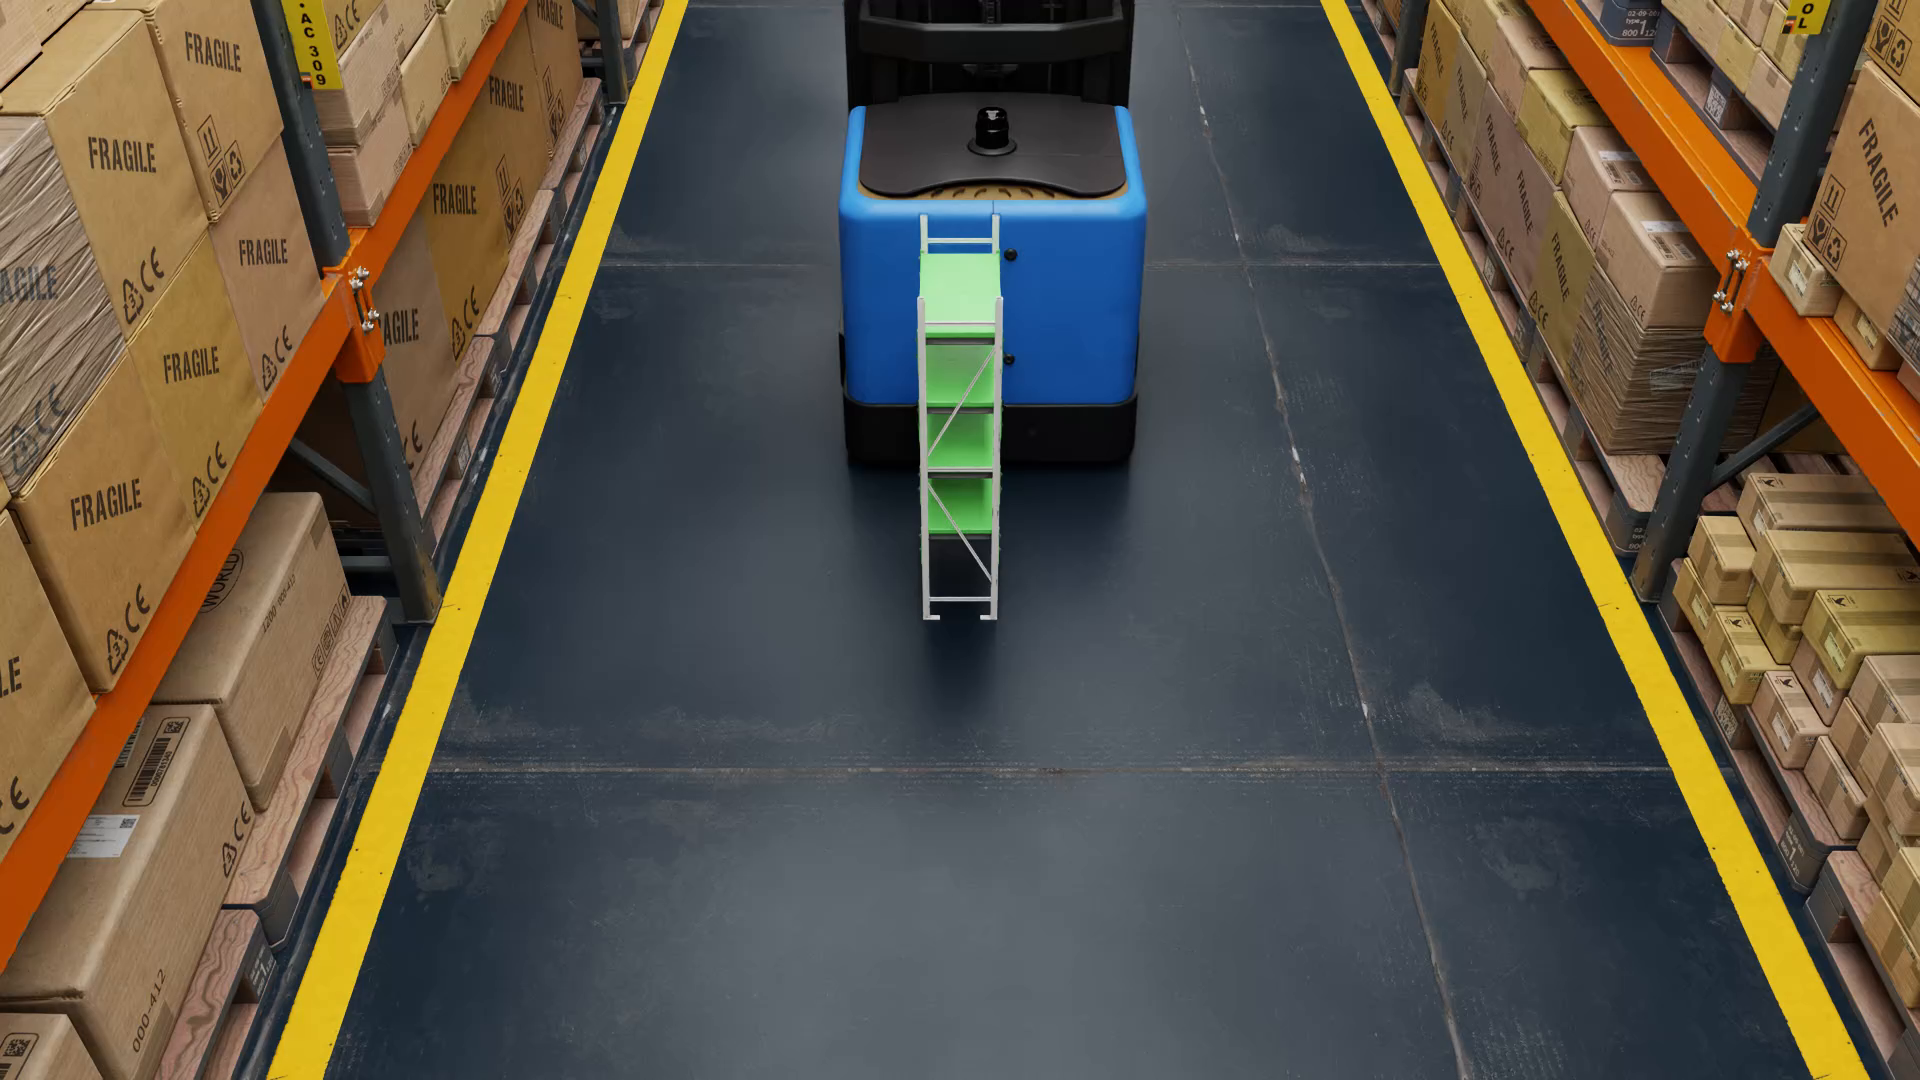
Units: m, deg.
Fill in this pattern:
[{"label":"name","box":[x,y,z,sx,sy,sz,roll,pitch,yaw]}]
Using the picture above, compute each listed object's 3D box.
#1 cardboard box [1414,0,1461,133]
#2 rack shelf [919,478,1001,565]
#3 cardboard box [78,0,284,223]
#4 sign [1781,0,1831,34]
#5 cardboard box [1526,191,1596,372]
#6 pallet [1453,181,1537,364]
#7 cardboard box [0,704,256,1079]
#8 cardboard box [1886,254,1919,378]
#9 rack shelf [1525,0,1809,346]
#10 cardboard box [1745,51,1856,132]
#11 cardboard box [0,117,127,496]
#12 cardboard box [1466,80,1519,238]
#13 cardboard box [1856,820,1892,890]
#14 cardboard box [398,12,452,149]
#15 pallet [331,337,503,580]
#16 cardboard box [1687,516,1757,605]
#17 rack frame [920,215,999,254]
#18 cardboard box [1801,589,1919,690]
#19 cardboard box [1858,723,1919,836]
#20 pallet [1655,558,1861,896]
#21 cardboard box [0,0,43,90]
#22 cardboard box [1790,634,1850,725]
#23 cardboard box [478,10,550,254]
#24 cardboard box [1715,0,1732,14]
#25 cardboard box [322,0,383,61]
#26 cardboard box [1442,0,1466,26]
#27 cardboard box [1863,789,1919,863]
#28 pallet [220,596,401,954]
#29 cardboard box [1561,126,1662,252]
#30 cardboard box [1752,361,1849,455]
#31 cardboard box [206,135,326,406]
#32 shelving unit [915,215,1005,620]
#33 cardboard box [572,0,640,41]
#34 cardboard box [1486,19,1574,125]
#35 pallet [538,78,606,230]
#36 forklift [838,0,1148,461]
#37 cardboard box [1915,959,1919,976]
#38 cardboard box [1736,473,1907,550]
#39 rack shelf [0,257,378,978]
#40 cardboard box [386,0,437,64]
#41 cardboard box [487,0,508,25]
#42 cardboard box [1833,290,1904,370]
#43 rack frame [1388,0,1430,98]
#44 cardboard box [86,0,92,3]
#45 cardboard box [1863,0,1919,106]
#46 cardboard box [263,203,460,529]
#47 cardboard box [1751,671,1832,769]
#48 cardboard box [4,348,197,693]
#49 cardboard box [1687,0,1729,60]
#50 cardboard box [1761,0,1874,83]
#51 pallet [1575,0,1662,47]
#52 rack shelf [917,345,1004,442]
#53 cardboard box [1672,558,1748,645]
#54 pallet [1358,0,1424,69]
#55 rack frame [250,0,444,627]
[{"label":"cardboard box","box":[2.484,-2.243,7.813,0.500,0.500,0.500,-2,39,-2]},{"label":"rack shelf","box":[0.000,-0.128,5.436,0.258,0.148,0.480,0,39,0]},{"label":"cardboard box","box":[-1.931,-1.063,3.799,0.500,0.500,0.500,0,39,0]},{"label":"sign","box":[2.187,-1.445,4.228,0.100,0.325,0.005,0,39,0]},{"label":"cardboard box","box":[2.489,-0.968,6.222,0.500,0.500,0.500,-1,39,-1]},{"label":"pallet","box":[2.736,-1.159,7.028,1.003,0.211,1.213,0,39,0]},{"label":"cardboard box","box":[-2.312,0.860,3.992,0.875,0.438,0.875,-1,39,-1]},{"label":"cardboard box","box":[2.499,-0.531,3.697,0.500,0.500,0.500,0,39,0]},{"label":"rack shelf","box":[2.740,-1.966,6.379,1.077,0.370,4.000,0,39,0]},{"label":"cardboard box","box":[2.544,-1.310,4.851,0.380,0.149,0.250,-1,39,-1]},{"label":"cardboard box","box":[-1.928,-0.428,3.005,0.500,0.500,0.500,0,39,1]},{"label":"cardboard box","box":[2.493,-1.608,7.020,0.500,0.500,0.500,-1,39,-1]},{"label":"cardboard box","box":[2.560,0.830,4.260,0.380,0.149,0.250,-2,39,-2]},{"label":"cardboard box","box":[-1.946,-1.469,5.305,0.500,0.250,0.500,-1,39,-1]},{"label":"pallet","box":[-2.284,-0.323,5.985,1.003,0.211,1.213,0,39,0]},{"label":"cardboard box","box":[2.423,0.064,4.978,0.380,0.149,0.250,2,39,2]},{"label":"rack frame","box":[0.000,-0.517,5.436,0.240,1.200,0.015,0,39,0]},{"label":"cardboard box","box":[2.526,0.267,4.487,0.380,0.149,0.250,-1,39,-1]},{"label":"cardboard box","box":[2.468,0.589,4.084,0.380,0.149,0.250,1,39,1]},{"label":"pallet","box":[2.779,0.512,4.942,1.003,0.211,1.213,0,39,0]},{"label":"cardboard box","box":[-1.988,-0.940,3.126,0.380,0.149,0.250,0,39,0]},{"label":"cardboard box","box":[2.549,0.374,4.590,0.380,0.149,0.250,0,39,0]},{"label":"cardboard box","box":[-2.297,-1.775,6.930,0.875,0.875,0.875,0,39,1]},{"label":"cardboard box","box":[2.546,-1.746,5.158,0.380,0.149,0.250,2,39,2]},{"label":"cardboard box","box":[-1.920,-1.633,4.510,0.500,0.500,0.500,0,39,0]},{"label":"cardboard box","box":[2.497,-2.547,7.593,0.500,0.250,0.500,-2,39,-2]},{"label":"cardboard box","box":[2.523,0.715,4.165,0.380,0.149,0.250,2,39,2]},{"label":"pallet","box":[-2.285,0.635,4.789,1.003,0.211,1.213,0,39,0]},{"label":"cardboard box","box":[2.502,-1.264,5.992,0.500,0.250,0.500,2,39,2]},{"label":"cardboard box","box":[3.007,-0.646,5.821,0.500,0.500,0.500,1,39,2]},{"label":"cardboard box","box":[-1.951,-0.678,4.118,0.500,0.500,0.500,0,39,0]},{"label":"shelving unit","box":[0.000,-0.365,5.246,0.258,1.200,0.503,0,39,0]},{"label":"cardboard box","box":[-2.203,-2.922,8.763,0.950,0.372,0.625,-2,39,-3]},{"label":"cardboard box","box":[2.485,-1.920,6.811,0.500,0.250,0.500,0,39,0]},{"label":"pallet","box":[-2.286,-1.849,7.889,1.003,0.211,1.213,0,39,0]},{"label":"forklift","box":[0.109,-2.317,6.298,1.130,2.935,3.031,0,39,0]},{"label":"cardboard box","box":[2.435,1.027,3.776,0.380,0.149,0.250,0,39,0]},{"label":"cardboard box","box":[2.536,-0.064,4.899,0.380,0.149,0.250,1,39,2]},{"label":"rack shelf","box":[-2.205,0.603,3.175,1.077,0.370,4.000,0,39,0]},{"label":"cardboard box","box":[-1.955,-1.667,5.152,0.500,0.250,0.500,1,39,1]},{"label":"cardboard box","box":[-1.922,-2.102,6.095,0.500,0.250,0.500,-1,39,-1]},{"label":"cardboard box","box":[2.490,-0.559,4.249,0.380,0.149,0.250,1,39,1]},{"label":"rack frame","box":[2.738,-3.497,7.715,1.000,3.000,0.127,0,39,0]},{"label":"cardboard box","box":[-1.997,-1.254,3.518,0.380,0.149,0.250,1,39,1]},{"label":"cardboard box","box":[2.499,-1.259,3.805,0.500,0.500,0.500,1,39,1]},{"label":"cardboard box","box":[-2.288,-0.651,5.527,0.875,0.875,0.875,1,39,1]},{"label":"cardboard box","box":[2.474,0.503,4.668,0.380,0.149,0.250,0,39,0]},{"label":"cardboard box","box":[-1.930,-0.042,3.324,0.500,0.500,0.500,-1,39,-1]},{"label":"cardboard box","box":[2.545,-1.628,5.248,0.380,0.149,0.250,0,39,0]},{"label":"cardboard box","box":[2.545,-1.426,4.758,0.380,0.149,0.250,1,39,1]},{"label":"pallet","box":[2.781,-2.184,6.230,1.003,0.211,1.213,0,39,0]},{"label":"rack shelf","box":[0.000,-0.502,5.135,0.258,0.148,0.480,0,39,0]},{"label":"cardboard box","box":[2.422,0.181,5.070,0.380,0.149,0.250,-2,39,-2]},{"label":"pallet","box":[2.812,-2.902,9.202,1.003,0.211,1.213,0,39,0]},{"label":"rack frame","box":[-2.207,-0.929,4.511,1.000,3.000,0.127,0,39,0]}]
